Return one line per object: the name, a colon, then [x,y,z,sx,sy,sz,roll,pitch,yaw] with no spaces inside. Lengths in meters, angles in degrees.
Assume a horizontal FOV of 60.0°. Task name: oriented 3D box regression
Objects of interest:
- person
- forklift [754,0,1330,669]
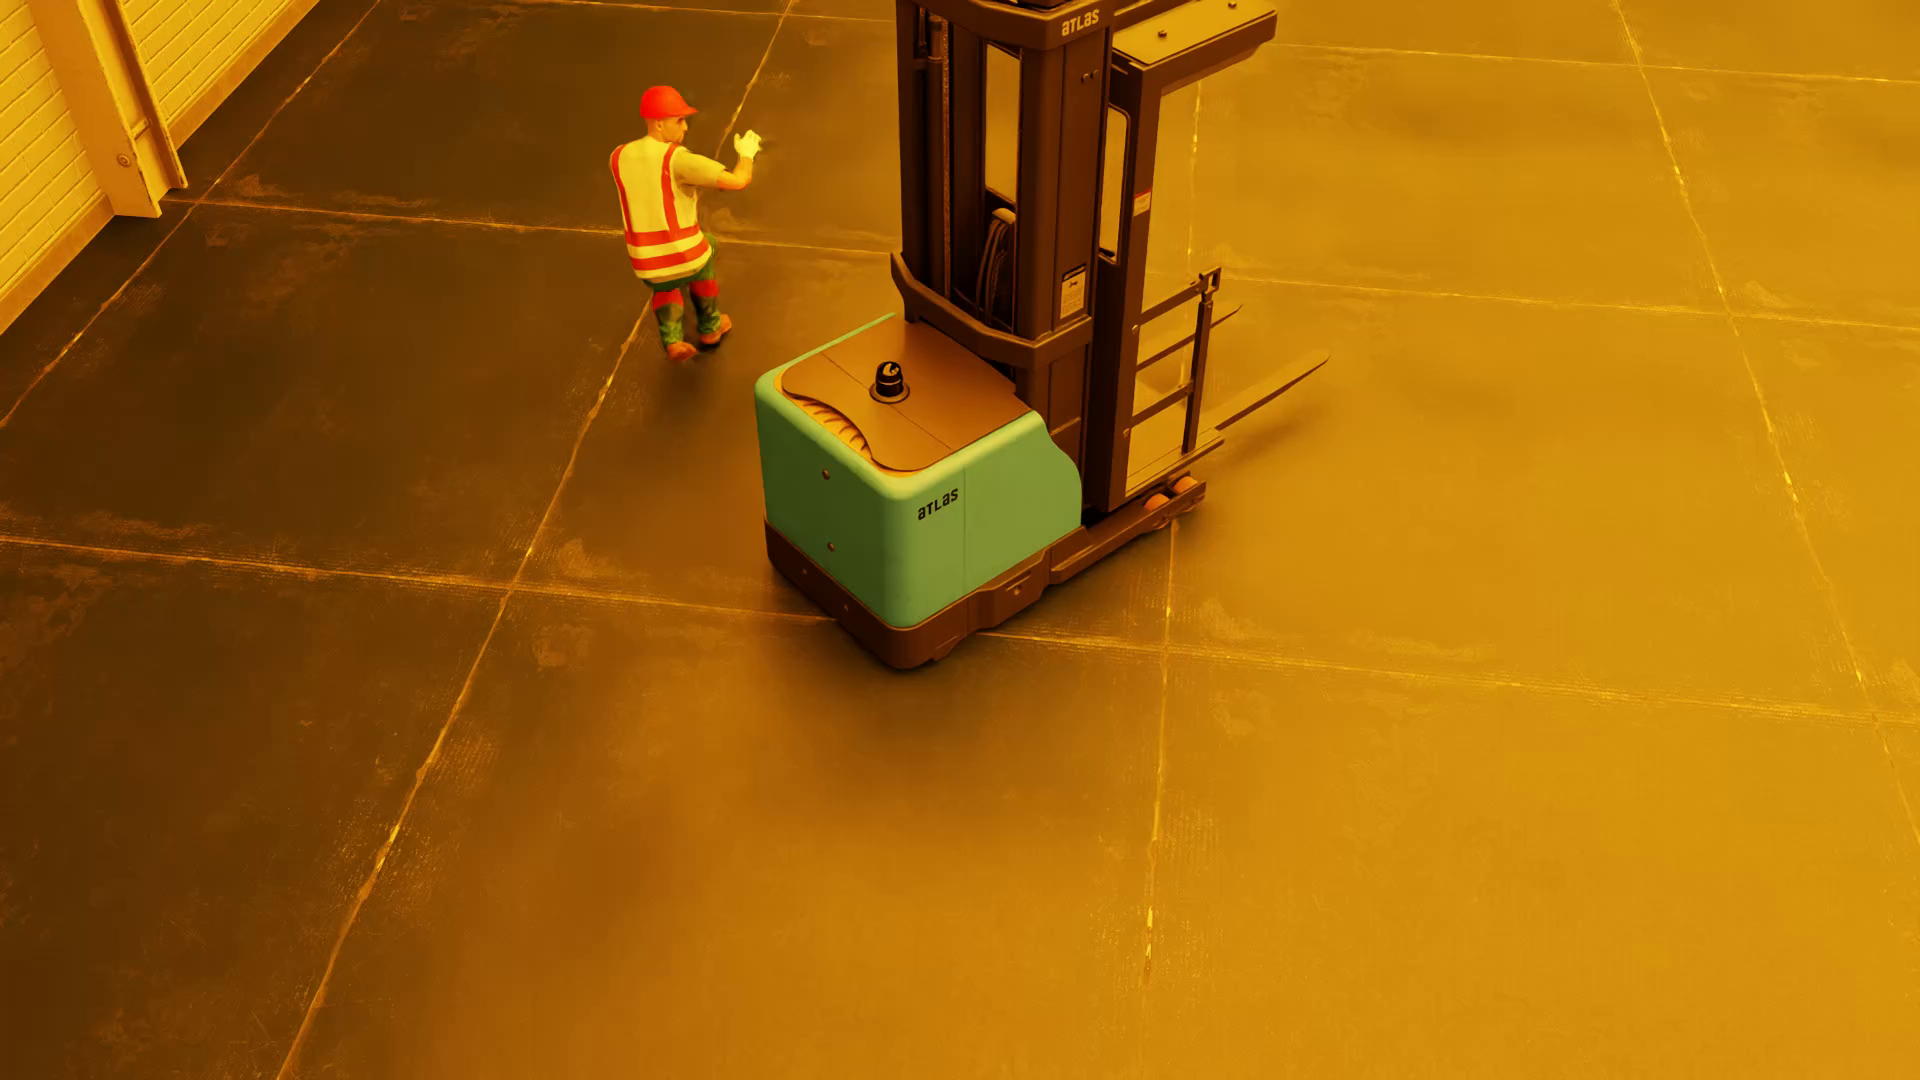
person: [-1.396,-1.695,8.640,0.788,1.483,1.021,2,43,2]
forklift: [0.553,-1.376,7.223,3.031,2.935,1.130,-30,50,-29]
